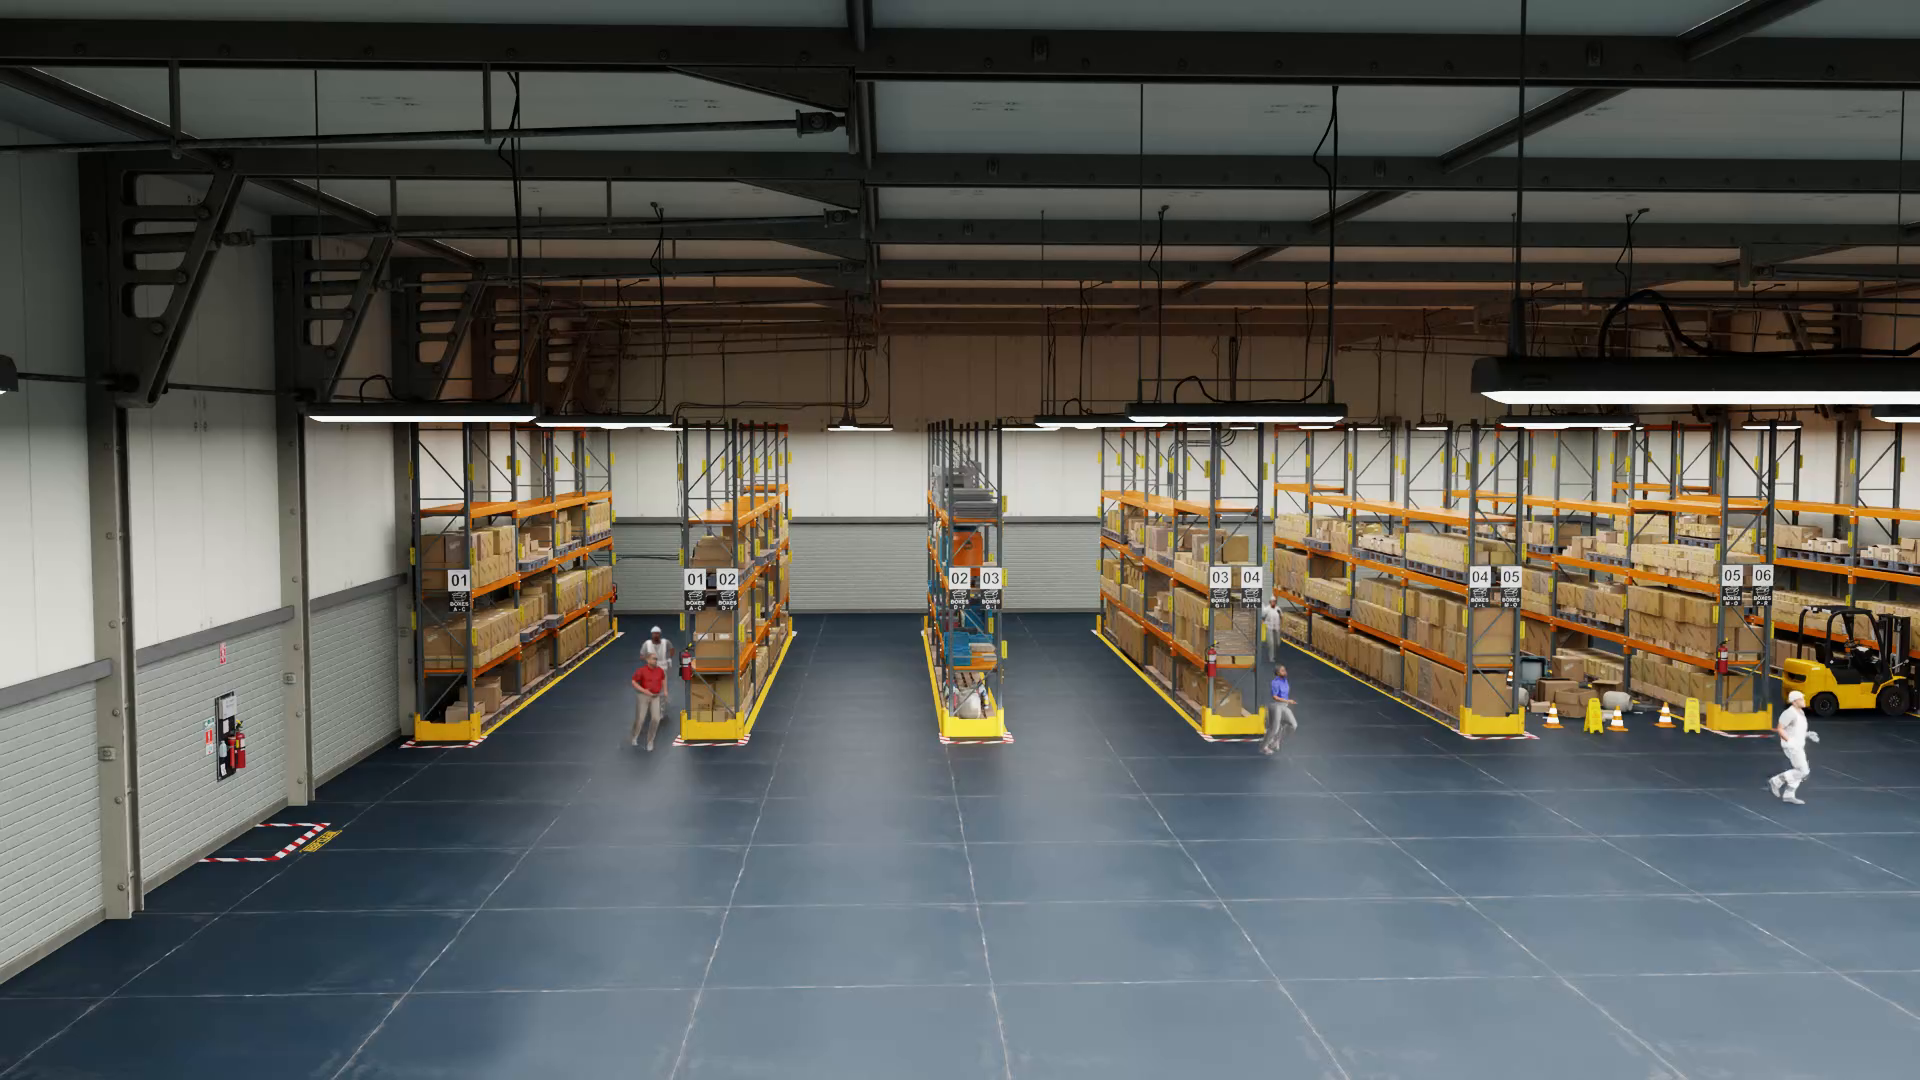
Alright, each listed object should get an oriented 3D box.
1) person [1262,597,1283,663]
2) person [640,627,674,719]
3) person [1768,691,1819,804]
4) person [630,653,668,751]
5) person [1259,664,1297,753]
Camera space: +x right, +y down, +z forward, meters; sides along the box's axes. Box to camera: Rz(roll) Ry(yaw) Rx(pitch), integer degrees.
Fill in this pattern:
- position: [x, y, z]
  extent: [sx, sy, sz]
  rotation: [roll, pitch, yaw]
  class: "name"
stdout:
- position: [7.821, 2.236, 41.776]
  extent: [0.628, 1.636, 0.563]
  rotation: [0, 4, -7]
  class: "person"
- position: [-6.150, 2.659, 33.715]
  extent: [0.672, 1.819, 0.928]
  rotation: [0, 4, -6]
  class: "person"
- position: [12.925, 3.202, 25.760]
  extent: [0.631, 1.751, 0.645]
  rotation: [3, 5, 41]
  class: "person"
- position: [-5.649, 2.945, 30.308]
  extent: [0.726, 1.773, 0.671]
  rotation: [-2, 4, -31]
  class: "person"
- position: [5.712, 3.017, 29.636]
  extent: [0.755, 1.599, 0.582]
  rotation: [3, 5, 43]
  class: "person"
